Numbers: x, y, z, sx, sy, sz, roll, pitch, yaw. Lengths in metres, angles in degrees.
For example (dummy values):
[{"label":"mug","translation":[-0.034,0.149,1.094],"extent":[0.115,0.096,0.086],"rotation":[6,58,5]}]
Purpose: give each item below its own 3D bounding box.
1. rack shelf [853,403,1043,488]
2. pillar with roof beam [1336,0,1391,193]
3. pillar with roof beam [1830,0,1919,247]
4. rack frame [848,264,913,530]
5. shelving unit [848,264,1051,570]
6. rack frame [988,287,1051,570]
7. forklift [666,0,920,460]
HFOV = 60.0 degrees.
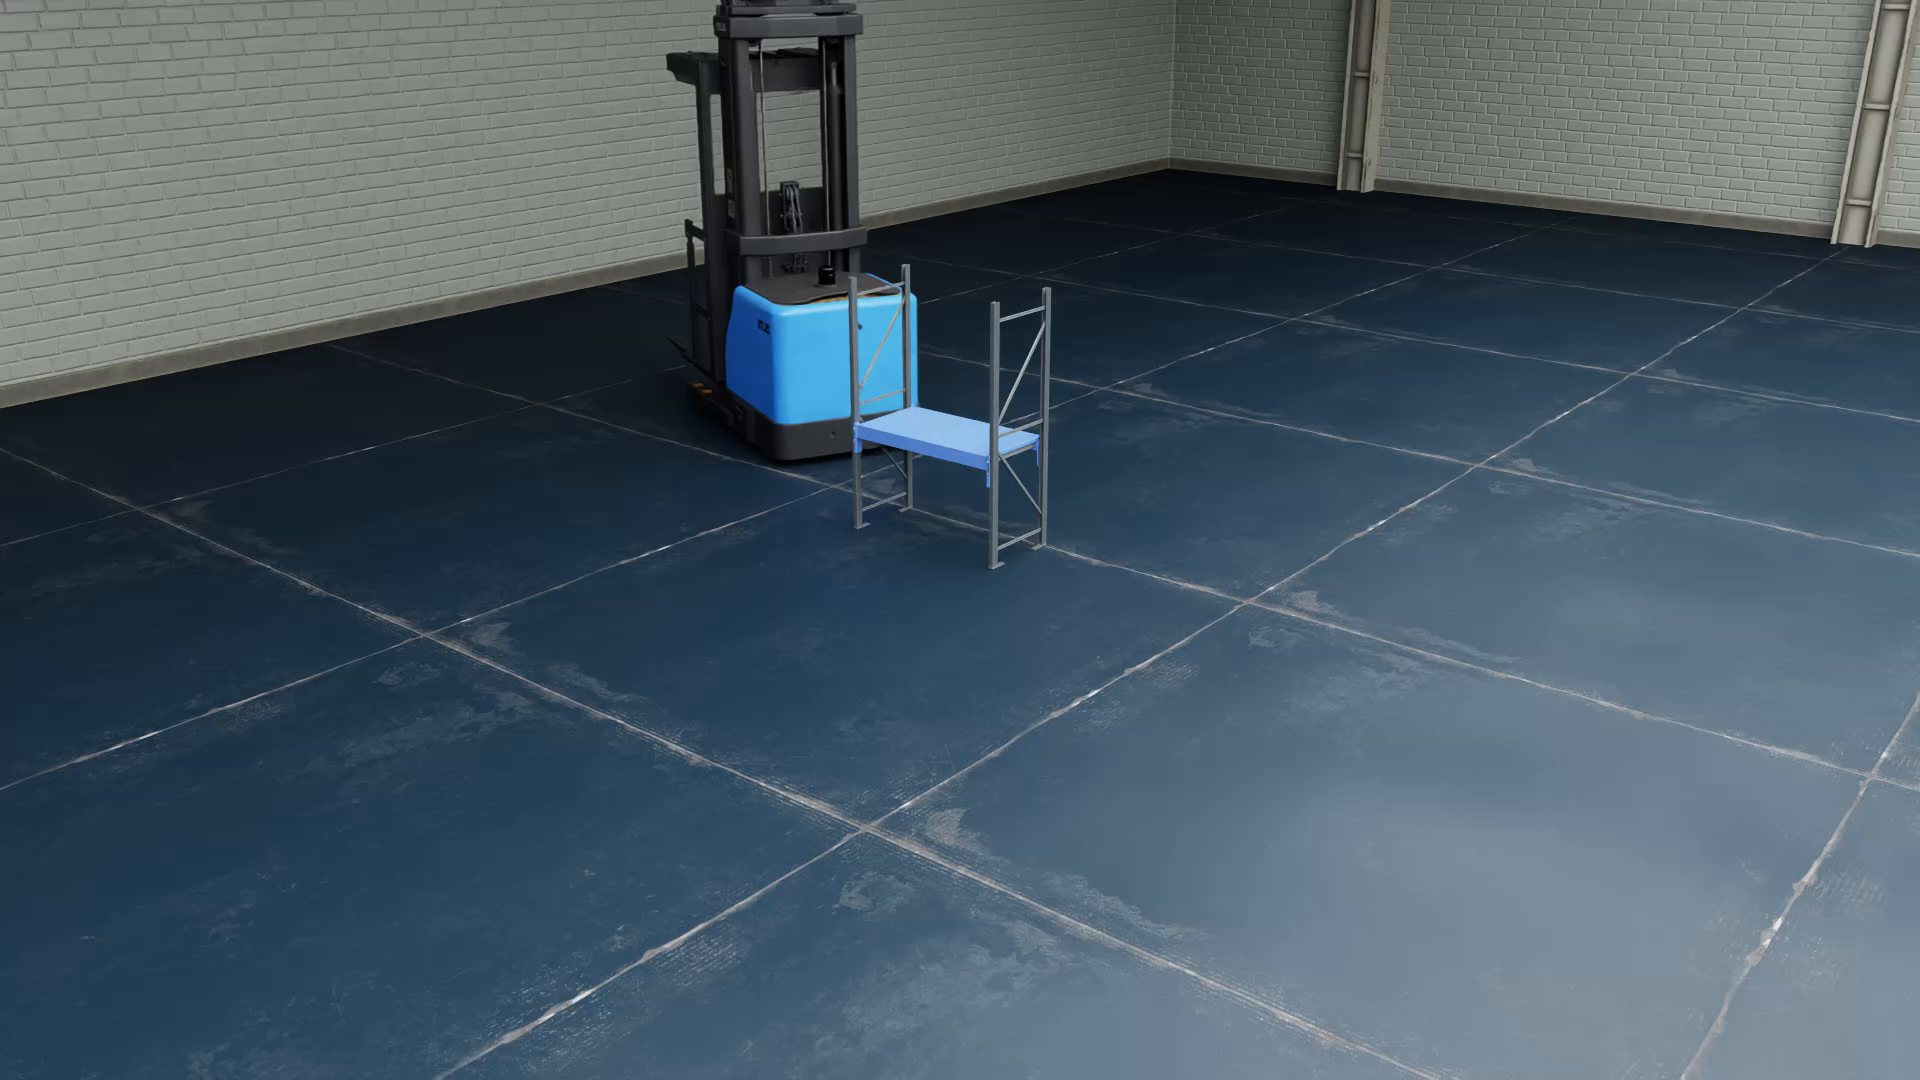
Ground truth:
[{"label":"rack shelf","translation":[-0.066,-0.552,9.517],"extent":[1.000,0.185,0.538],"rotation":[16,26,36]},{"label":"pillar with roof beam","translation":[2.484,-7.646,17.190],"extent":[0.400,9.000,9.100],"rotation":[16,26,36]},{"label":"pillar with roof beam","translation":[7.133,-6.307,13.640],"extent":[0.400,9.000,9.100],"rotation":[16,26,36]},{"label":"rack frame","translation":[-0.460,-0.834,9.755],"extent":[0.032,1.500,0.500],"rotation":[16,26,36]},{"label":"shelving unit","translation":[-0.066,-0.721,9.454],"extent":[1.048,1.500,0.538],"rotation":[16,26,36]},{"label":"rack frame","translation":[0.328,-0.607,9.153],"extent":[0.032,1.500,0.500],"rotation":[16,26,36]},{"label":"forklift","translation":[-1.372,-2.371,11.801],"extent":[1.130,2.935,3.031],"rotation":[-10,23,-24]}]
